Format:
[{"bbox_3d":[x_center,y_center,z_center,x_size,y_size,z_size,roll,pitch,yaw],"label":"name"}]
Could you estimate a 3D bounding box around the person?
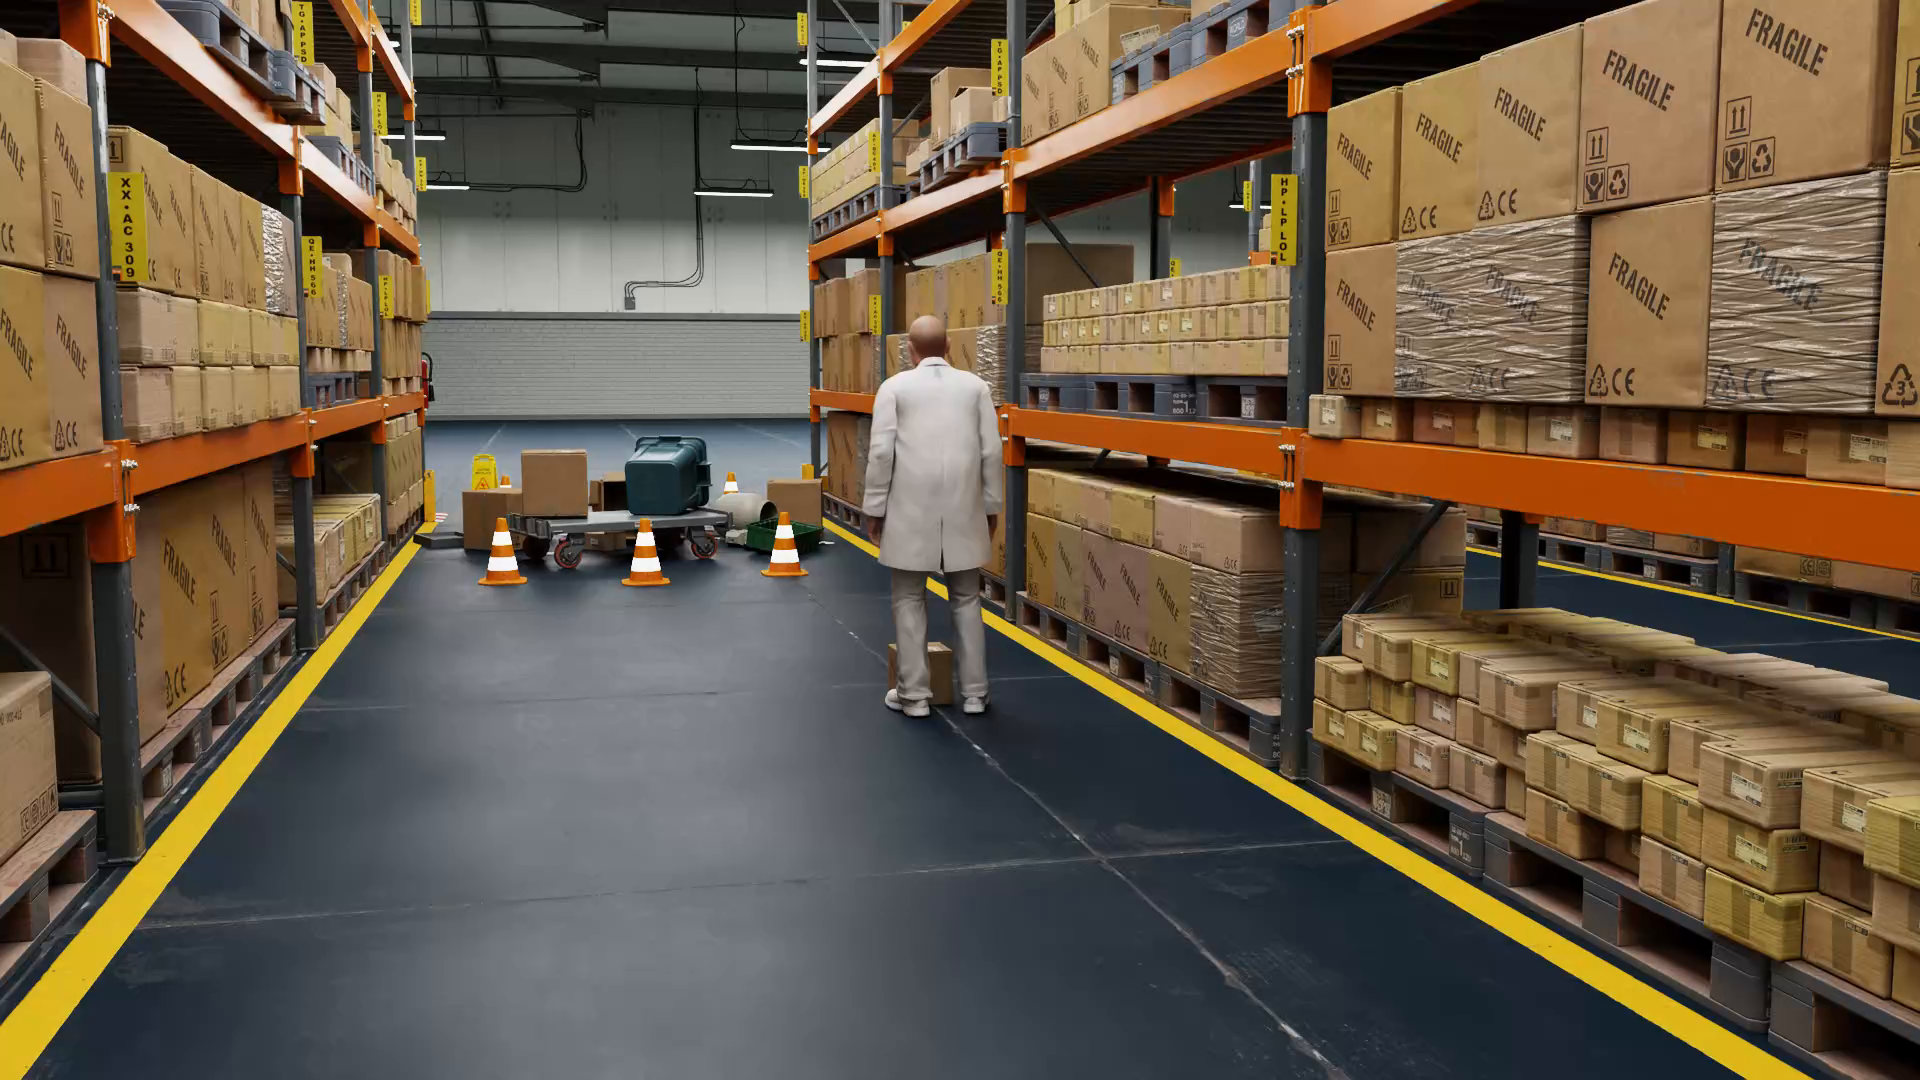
[{"bbox_3d":[-0.115,-0.111,7.441,0.644,1.774,0.424,-1,6,-13],"label":"person"}]
